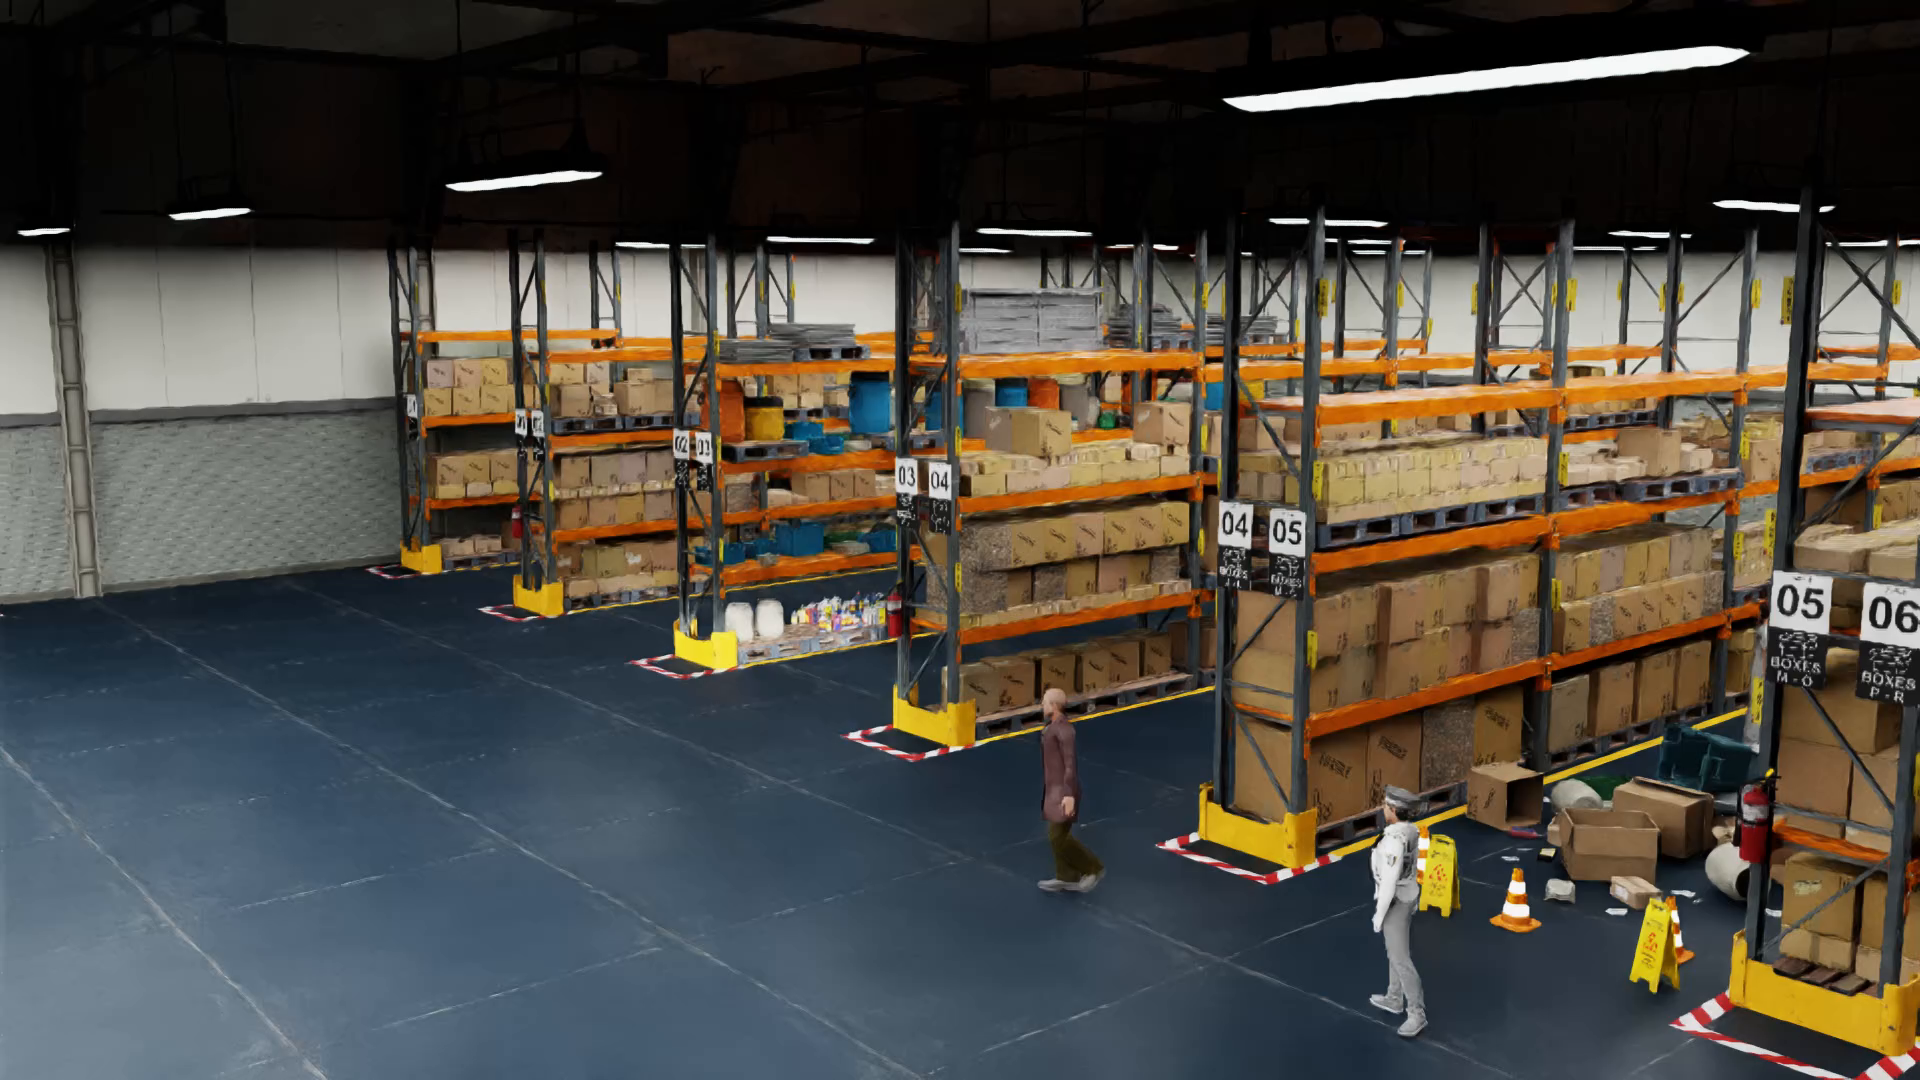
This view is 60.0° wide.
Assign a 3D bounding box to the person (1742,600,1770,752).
[{"bbox_3d":[8.987,1.496,18.492,0.451,1.678,0.540,3,9,20],"label":"person"}]

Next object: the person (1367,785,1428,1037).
[{"bbox_3d":[3.093,2.576,11.682,0.474,1.668,0.658,4,10,24],"label":"person"}]

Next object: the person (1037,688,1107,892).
[{"bbox_3d":[0.960,2.181,14.170,0.579,1.679,0.618,-1,9,-4],"label":"person"}]
